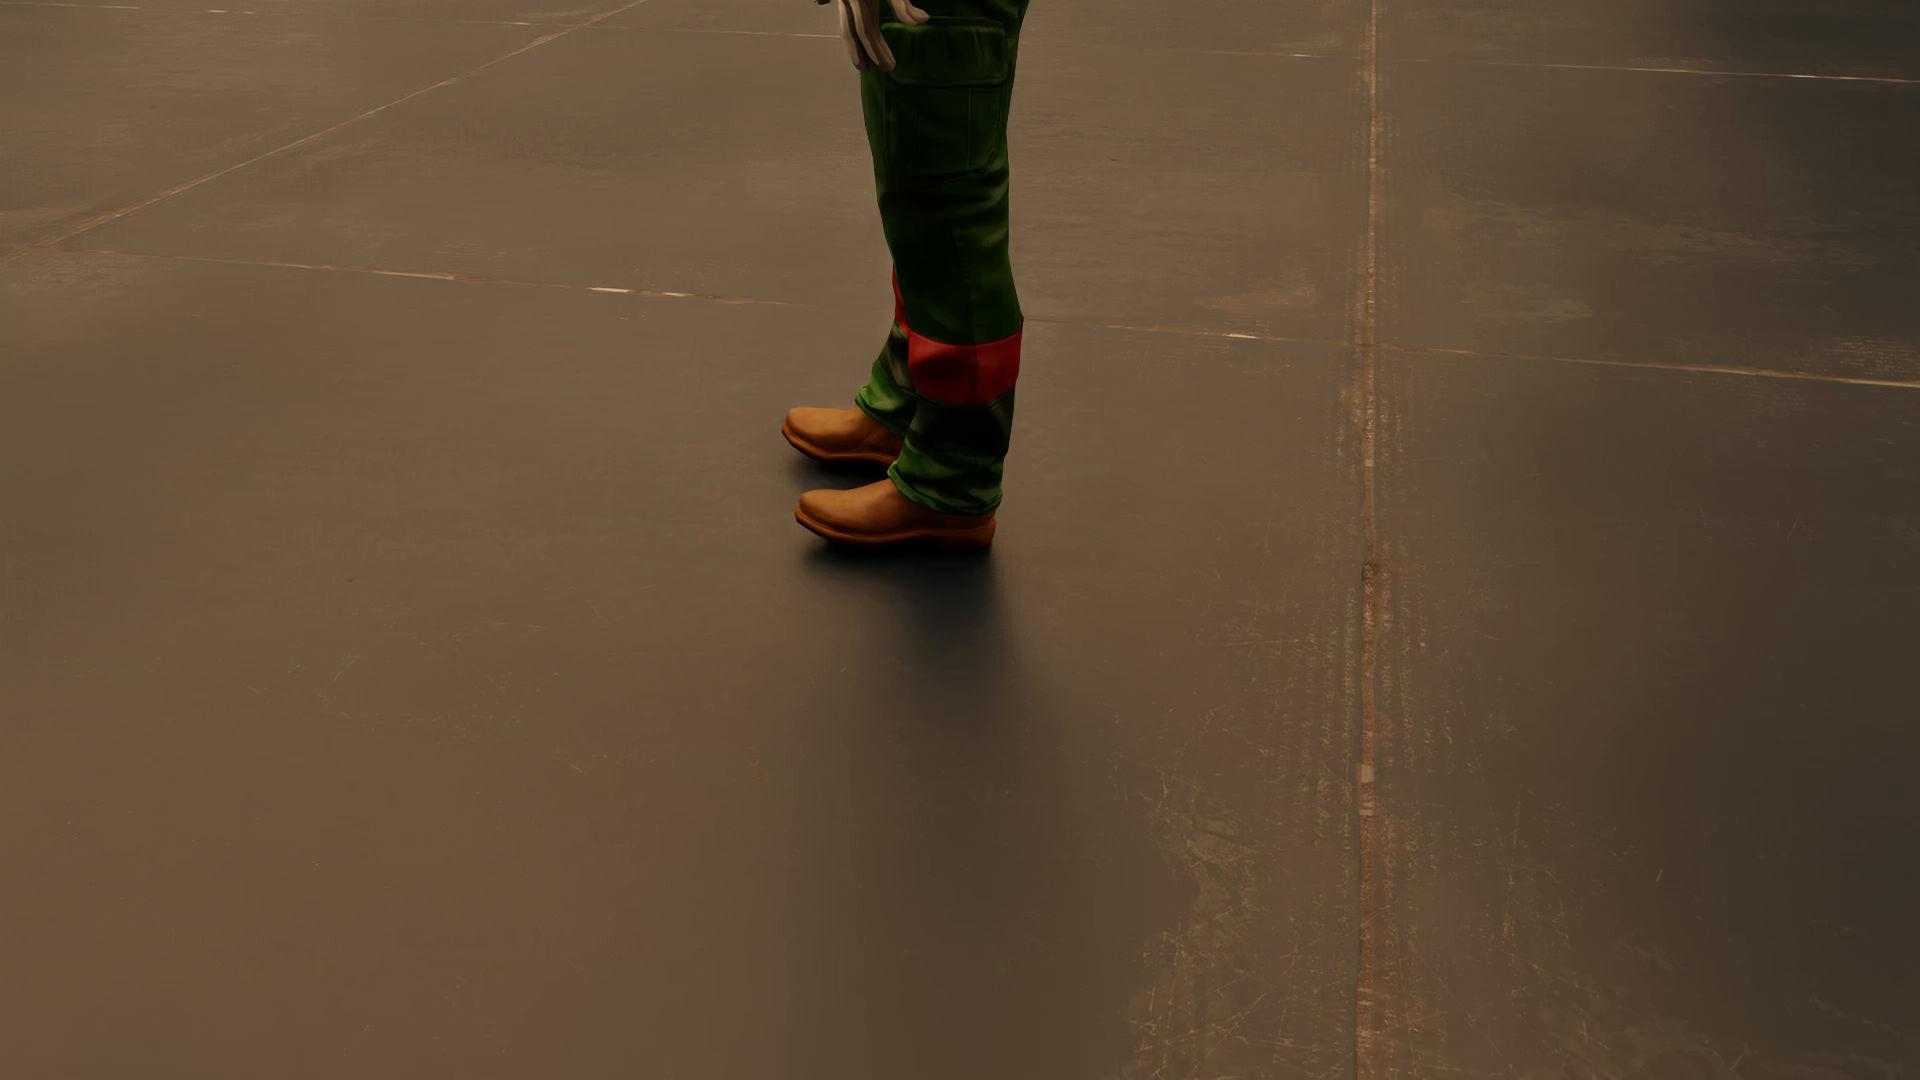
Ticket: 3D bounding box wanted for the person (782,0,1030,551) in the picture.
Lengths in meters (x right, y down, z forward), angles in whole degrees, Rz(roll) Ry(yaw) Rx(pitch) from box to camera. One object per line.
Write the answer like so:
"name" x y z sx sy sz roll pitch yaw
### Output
"person" -0.076 -0.819 2.120 0.562 1.790 0.637 6 27 11
